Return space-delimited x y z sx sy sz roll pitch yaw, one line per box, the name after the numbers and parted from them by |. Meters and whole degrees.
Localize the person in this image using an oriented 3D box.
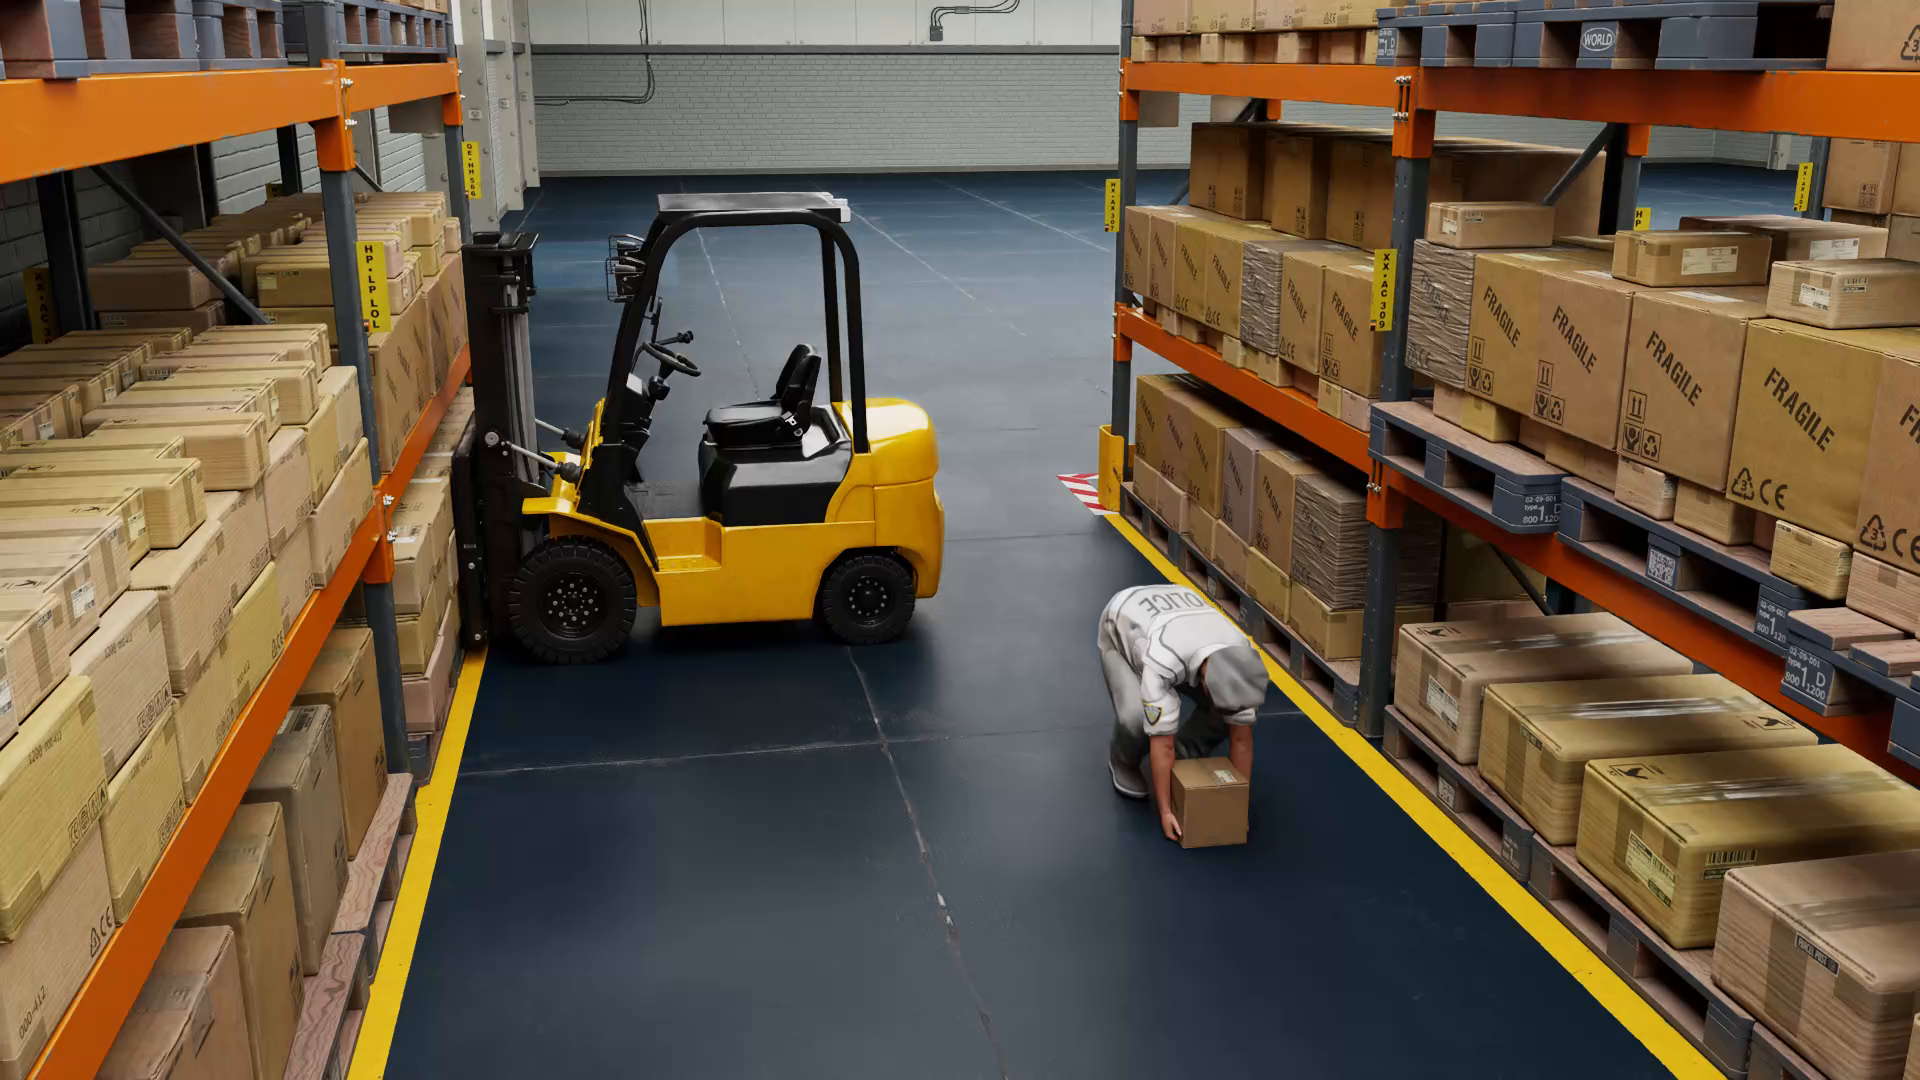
0.866 0.648 6.499 0.525 0.841 1.030 -4 17 -13 | person
